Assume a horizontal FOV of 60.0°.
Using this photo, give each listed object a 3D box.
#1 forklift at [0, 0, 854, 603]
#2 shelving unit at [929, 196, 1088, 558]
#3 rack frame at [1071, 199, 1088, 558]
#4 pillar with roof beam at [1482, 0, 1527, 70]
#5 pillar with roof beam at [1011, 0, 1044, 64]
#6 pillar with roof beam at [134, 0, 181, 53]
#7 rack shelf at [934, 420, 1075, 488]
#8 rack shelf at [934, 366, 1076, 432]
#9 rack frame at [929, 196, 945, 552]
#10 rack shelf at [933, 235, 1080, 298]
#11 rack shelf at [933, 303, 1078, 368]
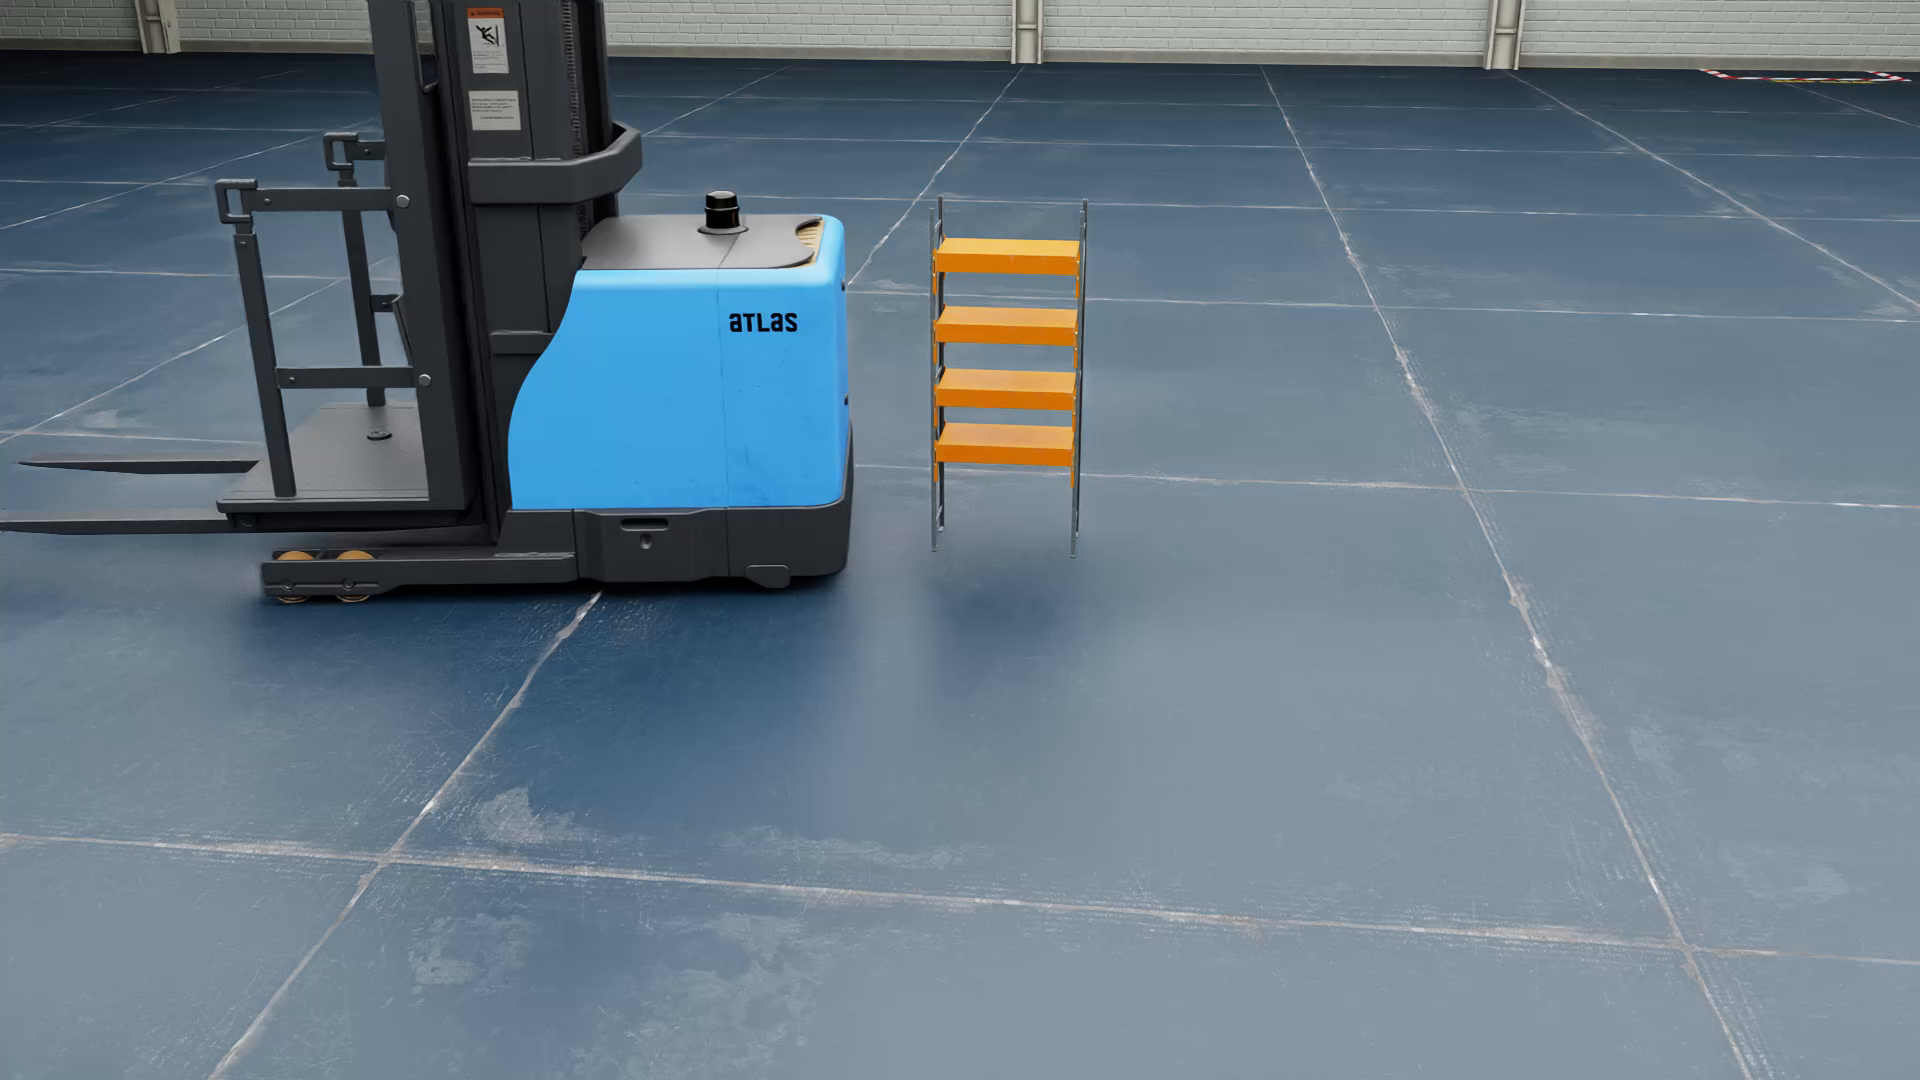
[{"bbox_3d":[-1.905,-1.354,5.379,3.031,2.935,1.130,-1,22,-2],"label":"forklift"},{"bbox_3d":[0.164,-0.551,5.701,0.503,1.200,0.258,2,22,6],"label":"shelving unit"},{"bbox_3d":[0.407,-0.540,5.674,0.015,1.200,0.240,2,22,6],"label":"rack frame"},{"bbox_3d":[6.329,-8.589,15.424,0.400,9.000,9.100,2,22,6],"label":"pillar with roof beam"},{"bbox_3d":[0.371,-8.848,16.081,0.400,9.000,9.100,2,22,6],"label":"pillar with roof beam"},{"bbox_3d":[-11.546,-9.367,17.394,0.400,9.000,9.100,2,22,6],"label":"pillar with roof beam"},{"bbox_3d":[0.164,-0.304,5.799,0.480,0.148,0.258,2,22,6],"label":"rack shelf"},{"bbox_3d":[0.164,-0.488,5.726,0.480,0.148,0.258,2,22,6],"label":"rack shelf"},{"bbox_3d":[-0.078,-0.561,5.728,0.015,1.200,0.240,2,22,6],"label":"rack frame"},{"bbox_3d":[0.164,-0.916,5.557,0.480,0.148,0.258,2,22,6],"label":"rack shelf"},{"bbox_3d":[0.164,-0.696,5.644,0.480,0.148,0.258,2,22,6],"label":"rack shelf"}]
